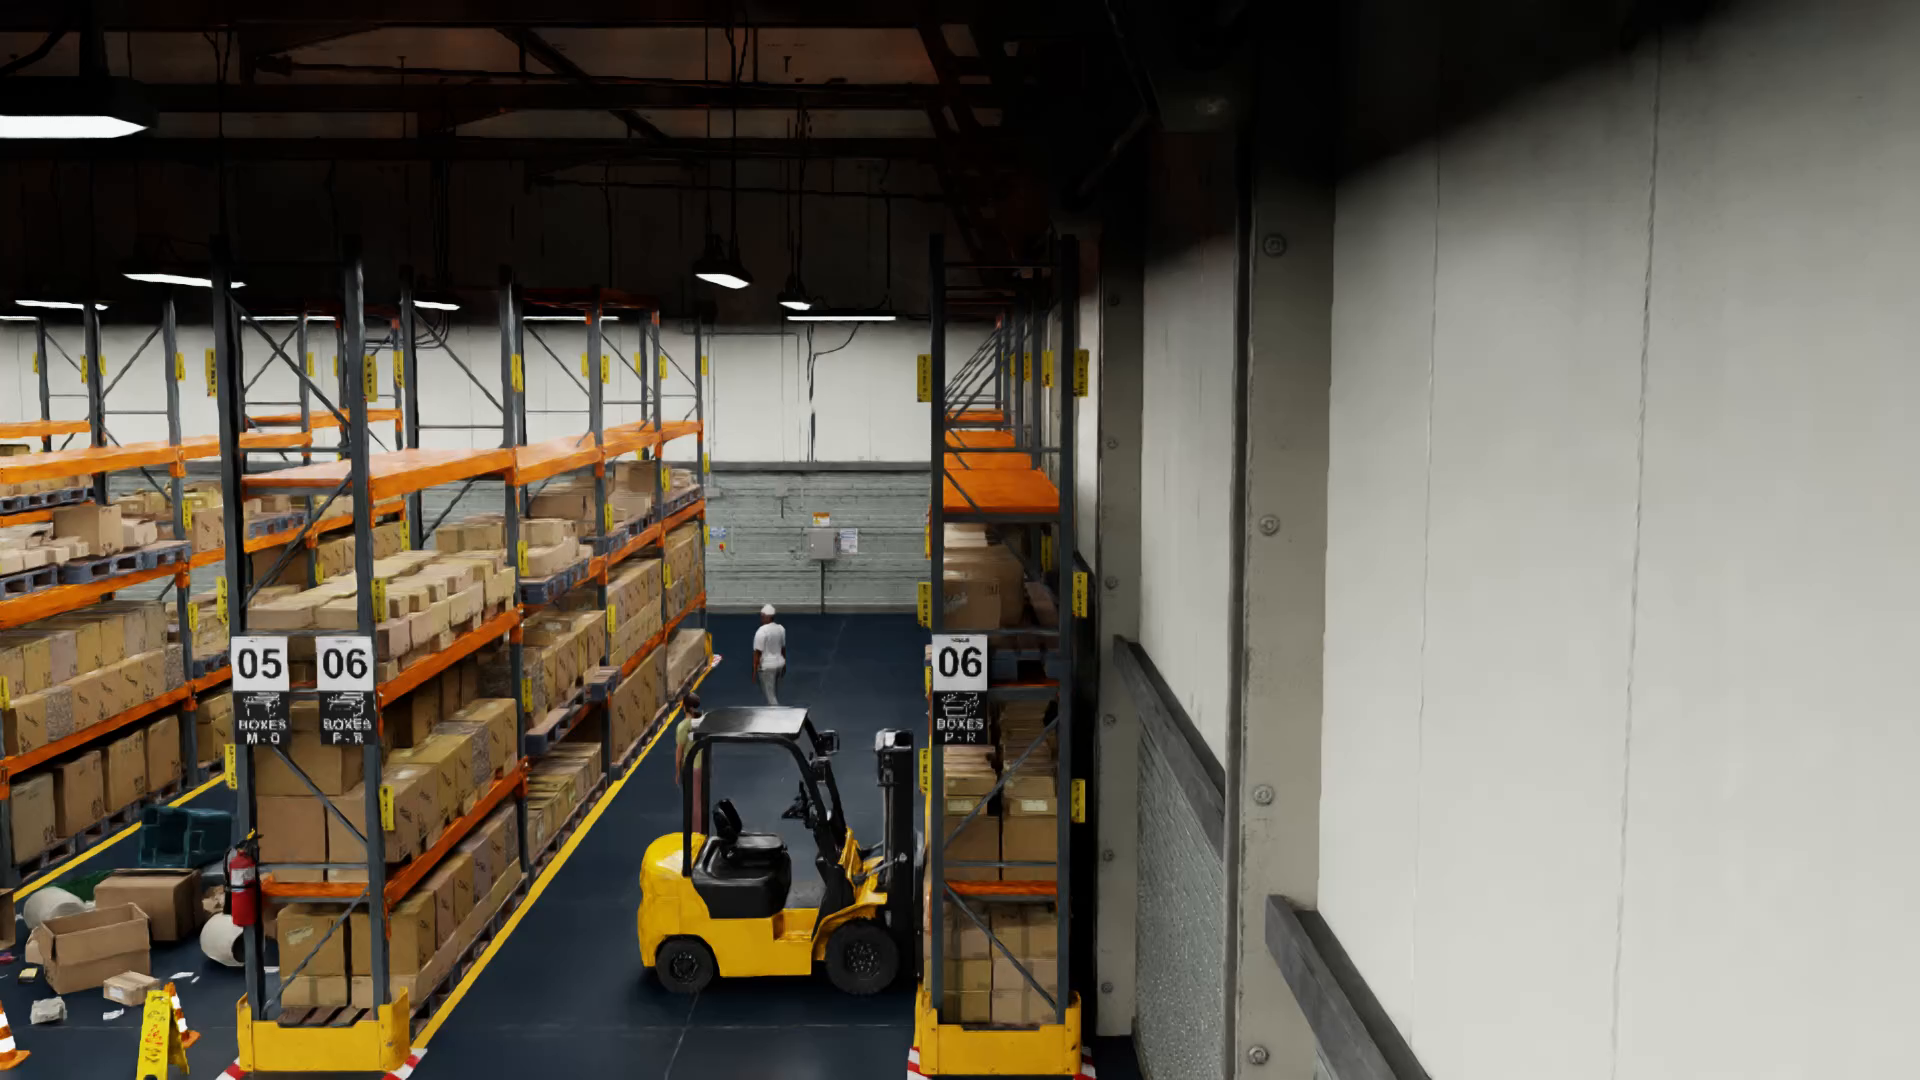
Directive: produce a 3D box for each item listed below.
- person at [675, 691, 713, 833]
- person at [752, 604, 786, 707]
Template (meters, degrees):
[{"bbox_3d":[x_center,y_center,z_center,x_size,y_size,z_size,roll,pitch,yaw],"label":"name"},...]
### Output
[{"bbox_3d":[-2.821,2.402,17.405,0.569,1.668,0.560,4,7,31],"label":"person"},{"bbox_3d":[-2.646,1.753,22.862,0.574,1.764,0.669,3,7,27],"label":"person"}]
